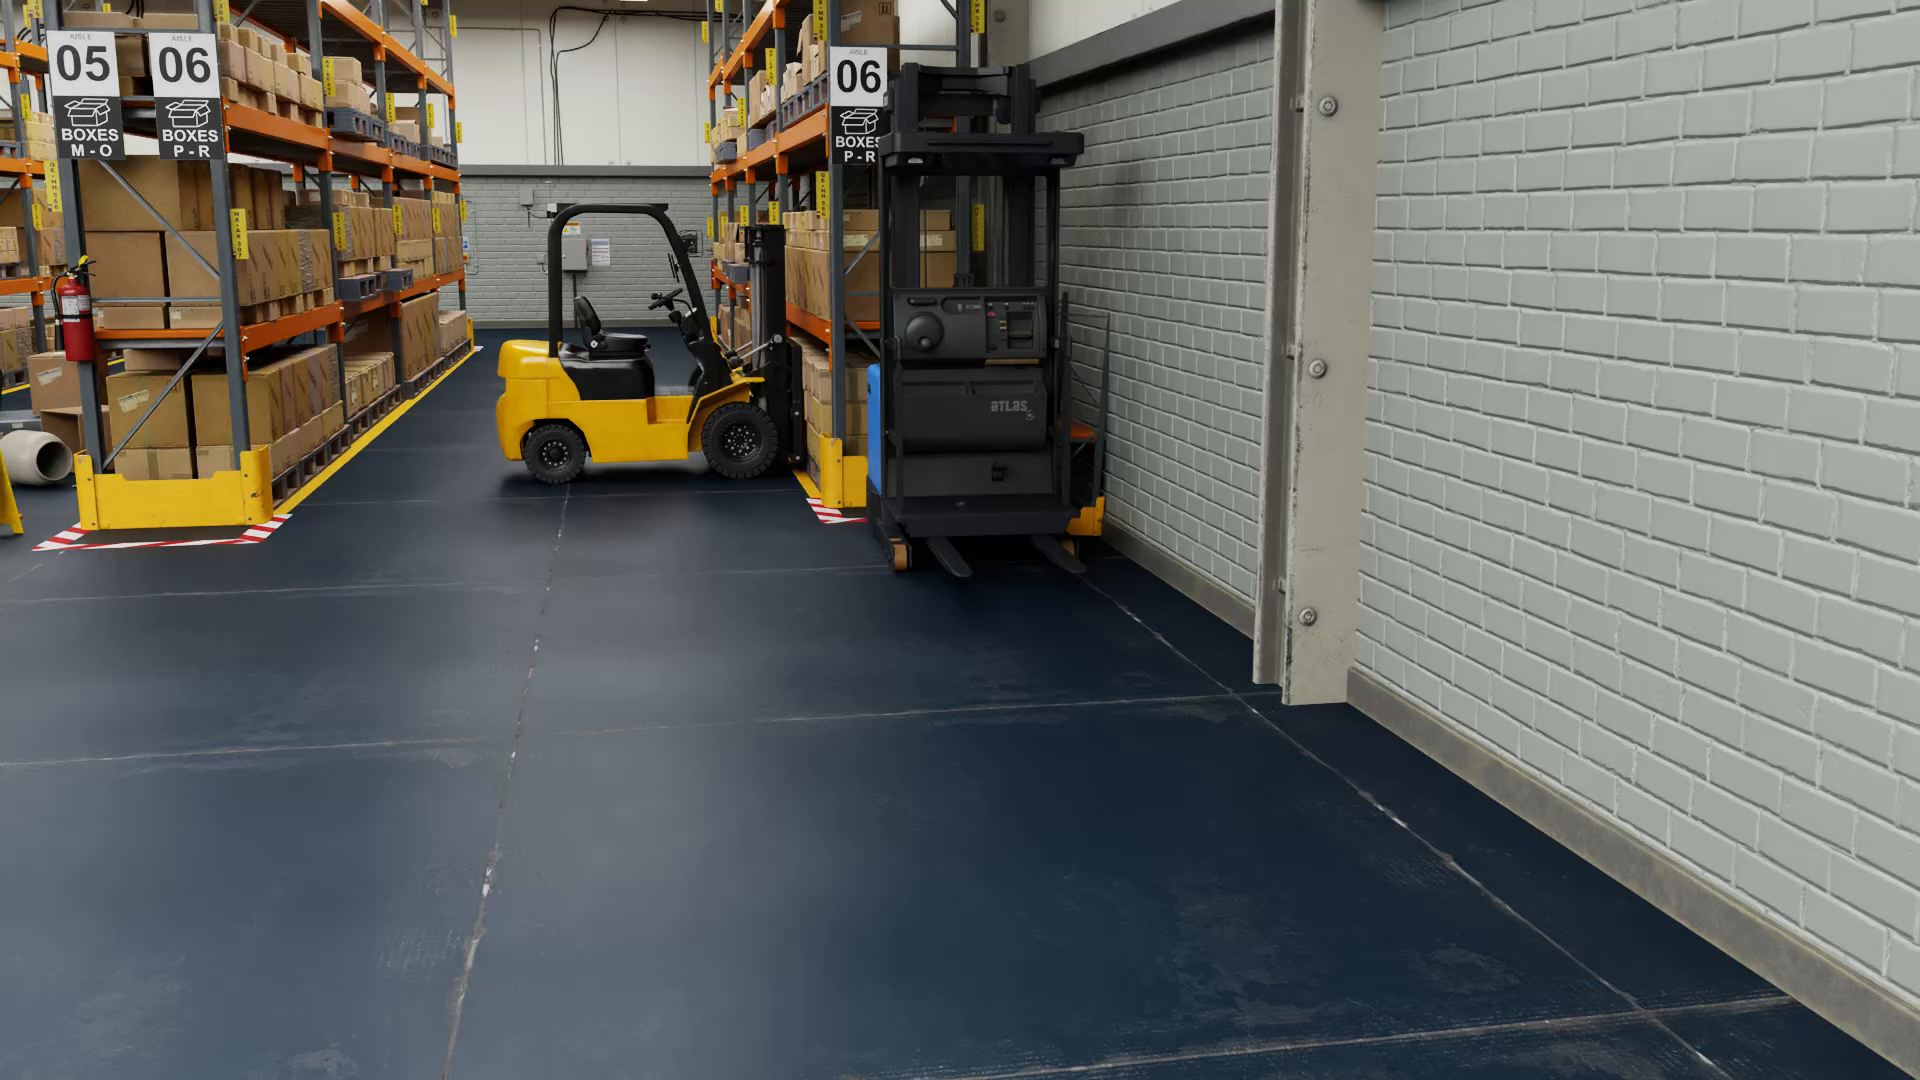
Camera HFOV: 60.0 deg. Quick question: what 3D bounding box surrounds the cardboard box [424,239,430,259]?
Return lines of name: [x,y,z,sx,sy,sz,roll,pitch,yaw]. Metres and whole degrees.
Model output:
cardboard box: [-7.198,-3.785,21.624,0.500,0.250,0.500,-2,11,-10]

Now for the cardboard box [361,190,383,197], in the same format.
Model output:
cardboard box: [-7.999,-4.680,22.588,0.380,0.149,0.250,-2,11,-12]

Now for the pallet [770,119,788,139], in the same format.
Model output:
pallet: [-1.387,-4.031,16.343,0.805,0.209,1.217,-3,11,-13]

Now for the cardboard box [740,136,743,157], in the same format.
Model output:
cardboard box: [-2.417,-4.801,20.279,0.500,0.250,0.500,-2,11,-11]

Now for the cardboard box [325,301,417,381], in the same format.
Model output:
cardboard box: [-6.902,-2.335,19.502,0.875,0.875,0.875,-2,11,-12]

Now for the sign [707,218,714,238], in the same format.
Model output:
sign: [-4.069,-5.097,27.137,0.100,0.325,0.005,-2,11,-11]

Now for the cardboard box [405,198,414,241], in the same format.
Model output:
cardboard box: [-6.897,-3.869,20.058,0.500,0.500,0.500,-2,11,-9]

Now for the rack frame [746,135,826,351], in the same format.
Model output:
rack frame: [-1.981,-3.224,19.613,1.000,3.000,0.127,-2,11,-11]

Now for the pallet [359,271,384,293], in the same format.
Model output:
pallet: [-6.424,-2.587,16.779,1.003,0.211,1.213,-2,11,-11]

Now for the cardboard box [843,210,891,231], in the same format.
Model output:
cardboard box: [-0.701,-2.329,12.111,0.380,0.149,0.250,-2,11,-11]

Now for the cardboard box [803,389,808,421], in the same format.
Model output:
cardboard box: [-1.034,-1.122,13.463,0.500,0.250,0.500,-2,11,-12]

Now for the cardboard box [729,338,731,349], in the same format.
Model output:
cardboard box: [-3.155,-2.855,24.175,0.380,0.149,0.250,-2,11,-13]

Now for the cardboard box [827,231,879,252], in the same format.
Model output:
cardboard box: [-0.767,-2.178,12.115,0.380,0.149,0.250,-2,11,-10]

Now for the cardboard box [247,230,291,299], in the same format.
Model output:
cardboard box: [-5.317,-2.056,12.414,0.500,0.500,0.500,-2,11,-12]

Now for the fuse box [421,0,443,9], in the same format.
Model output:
fuse box: [-9.768,-10.048,30.864,0.513,0.334,0.176,-2,11,-11]

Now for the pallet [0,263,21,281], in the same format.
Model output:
pallet: [-12.457,-3.338,20.726,1.003,0.211,1.213,-2,11,-11]

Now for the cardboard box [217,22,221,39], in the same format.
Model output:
cardboard box: [-5.227,-3.436,11.242,0.380,0.149,0.250,-2,11,-11]

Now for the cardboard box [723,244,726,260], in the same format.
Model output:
cardboard box: [-3.209,-4.206,24.378,0.500,0.250,0.500,-2,11,-11]

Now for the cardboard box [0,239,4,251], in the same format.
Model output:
cardboard box: [-12.094,-3.647,20.590,0.380,0.149,0.250,-2,11,-9]

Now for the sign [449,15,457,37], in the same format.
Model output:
sign: [-7.870,-7.972,25.804,0.100,0.325,0.005,-2,11,-11]

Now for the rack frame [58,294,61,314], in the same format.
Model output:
rack frame: [-13.241,-4.312,25.327,1.000,3.000,0.127,-2,11,-11]

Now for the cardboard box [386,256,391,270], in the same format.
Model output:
cardboard box: [-6.339,-2.983,17.895,0.380,0.149,0.250,-2,11,-11]

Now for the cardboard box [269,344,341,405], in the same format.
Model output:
cardboard box: [-5.693,-1.434,14.435,0.500,0.500,0.500,-2,11,-12]

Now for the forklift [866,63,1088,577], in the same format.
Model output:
forklift: [0.095,-1.325,9.817,1.130,2.935,3.031,-2,11,-9]

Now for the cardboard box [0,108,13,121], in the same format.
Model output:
cardboard box: [-12.282,-5.481,21.448,0.380,0.149,0.250,-2,11,-12]

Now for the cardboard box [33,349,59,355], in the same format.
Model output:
cardboard box: [-12.219,-2.462,22.112,0.380,0.149,0.250,-3,11,-13]

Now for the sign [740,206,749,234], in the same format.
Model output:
sign: [-2.511,-3.732,19.399,0.100,0.325,0.005,-2,11,-11]

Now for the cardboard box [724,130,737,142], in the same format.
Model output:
cardboard box: [-2.890,-5.307,21.814,0.380,0.149,0.250,-2,11,-12]

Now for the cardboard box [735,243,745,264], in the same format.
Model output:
cardboard box: [-2.504,-3.538,20.542,0.500,0.250,0.500,-3,11,-14]

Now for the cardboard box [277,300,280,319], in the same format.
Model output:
cardboard box: [-5.279,-1.714,12.350,0.380,0.149,0.250,-2,11,-10]

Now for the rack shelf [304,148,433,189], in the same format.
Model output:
rack shelf: [-7.238,-4.530,20.375,1.077,0.370,4.000,-2,11,-11]

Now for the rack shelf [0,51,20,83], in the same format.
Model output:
rack shelf: [-12.074,-5.608,19.089,1.077,0.370,4.000,-2,11,-11]

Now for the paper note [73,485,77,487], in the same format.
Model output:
paper note: [-6.778,-0.426,12.854,0.142,0.019,0.148,-6,13,-31]

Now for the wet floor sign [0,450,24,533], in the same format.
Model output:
wet floor sign: [-6.306,-0.345,10.785,0.267,0.644,0.232,2,11,9]

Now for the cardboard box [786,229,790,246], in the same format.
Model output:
cardboard box: [-1.399,-2.790,15.331,0.380,0.149,0.250,-2,11,-12]

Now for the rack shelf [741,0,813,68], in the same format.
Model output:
rack shelf: [-1.592,-5.254,17.229,1.077,0.370,4.000,-2,11,-11]

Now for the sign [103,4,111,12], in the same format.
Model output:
sign: [-12.693,-7.812,24.750,0.100,0.325,0.005,-2,11,-11]

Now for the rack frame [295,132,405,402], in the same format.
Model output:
rack frame: [-6.849,-3.043,18.661,1.000,3.000,0.127,-2,11,-11]

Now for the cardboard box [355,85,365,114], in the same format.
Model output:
cardboard box: [-5.891,-4.130,15.629,0.500,0.250,0.500,-2,11,-12]

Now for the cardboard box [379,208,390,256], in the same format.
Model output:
cardboard box: [-6.377,-3.277,17.703,0.500,0.500,0.500,-2,11,-12]

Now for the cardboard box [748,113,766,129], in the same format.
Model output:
cardboard box: [-2.211,-4.763,18.912,0.380,0.166,0.250,-2,11,-11]

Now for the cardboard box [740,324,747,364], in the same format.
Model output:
cardboard box: [-2.585,-2.555,21.659,0.500,0.500,0.500,-3,11,-13]

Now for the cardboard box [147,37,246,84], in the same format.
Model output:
cardboard box: [-5.130,-3.223,11.193,0.500,0.250,0.500,-2,11,-12]

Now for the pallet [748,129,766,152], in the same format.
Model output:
pallet: [-1.761,-4.484,18.713,1.213,0.211,1.003,-2,11,-8]

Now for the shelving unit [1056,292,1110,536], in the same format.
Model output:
shelving unit: [0.565,-0.875,11.013,0.587,1.500,1.083,2,11,-14]

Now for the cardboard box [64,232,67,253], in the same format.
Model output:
cardboard box: [-12.478,-4.057,22.928,0.500,0.500,0.500,-2,11,-12]

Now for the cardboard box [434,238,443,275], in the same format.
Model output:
cardboard box: [-7.462,-3.921,23.008,0.500,0.500,0.500,-2,11,-9]

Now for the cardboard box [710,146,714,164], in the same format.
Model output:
cardboard box: [-3.719,-6.146,26.548,0.500,0.250,0.500,-2,11,-12]

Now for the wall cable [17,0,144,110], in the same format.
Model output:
wall cable: [-15.845,-9.840,29.722,2.277,5.999,0.120,-2,11,-11]

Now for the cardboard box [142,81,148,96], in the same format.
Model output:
cardboard box: [-5.717,-3.025,11.219,0.380,0.149,0.250,-2,11,-11]

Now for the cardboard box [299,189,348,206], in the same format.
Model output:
cardboard box: [-5.816,-3.129,15.190,0.380,0.149,0.250,-2,11,-11]

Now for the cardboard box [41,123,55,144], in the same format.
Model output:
cardboard box: [-12.413,-5.412,22.150,0.500,0.250,0.500,-2,11,-11]

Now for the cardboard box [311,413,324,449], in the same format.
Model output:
cardboard box: [-5.485,-0.875,13.504,0.500,0.250,0.500,-2,11,-10]

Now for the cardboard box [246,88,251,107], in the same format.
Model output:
cardboard box: [-5.268,-3.138,11.808,0.380,0.149,0.250,-2,11,-11]
